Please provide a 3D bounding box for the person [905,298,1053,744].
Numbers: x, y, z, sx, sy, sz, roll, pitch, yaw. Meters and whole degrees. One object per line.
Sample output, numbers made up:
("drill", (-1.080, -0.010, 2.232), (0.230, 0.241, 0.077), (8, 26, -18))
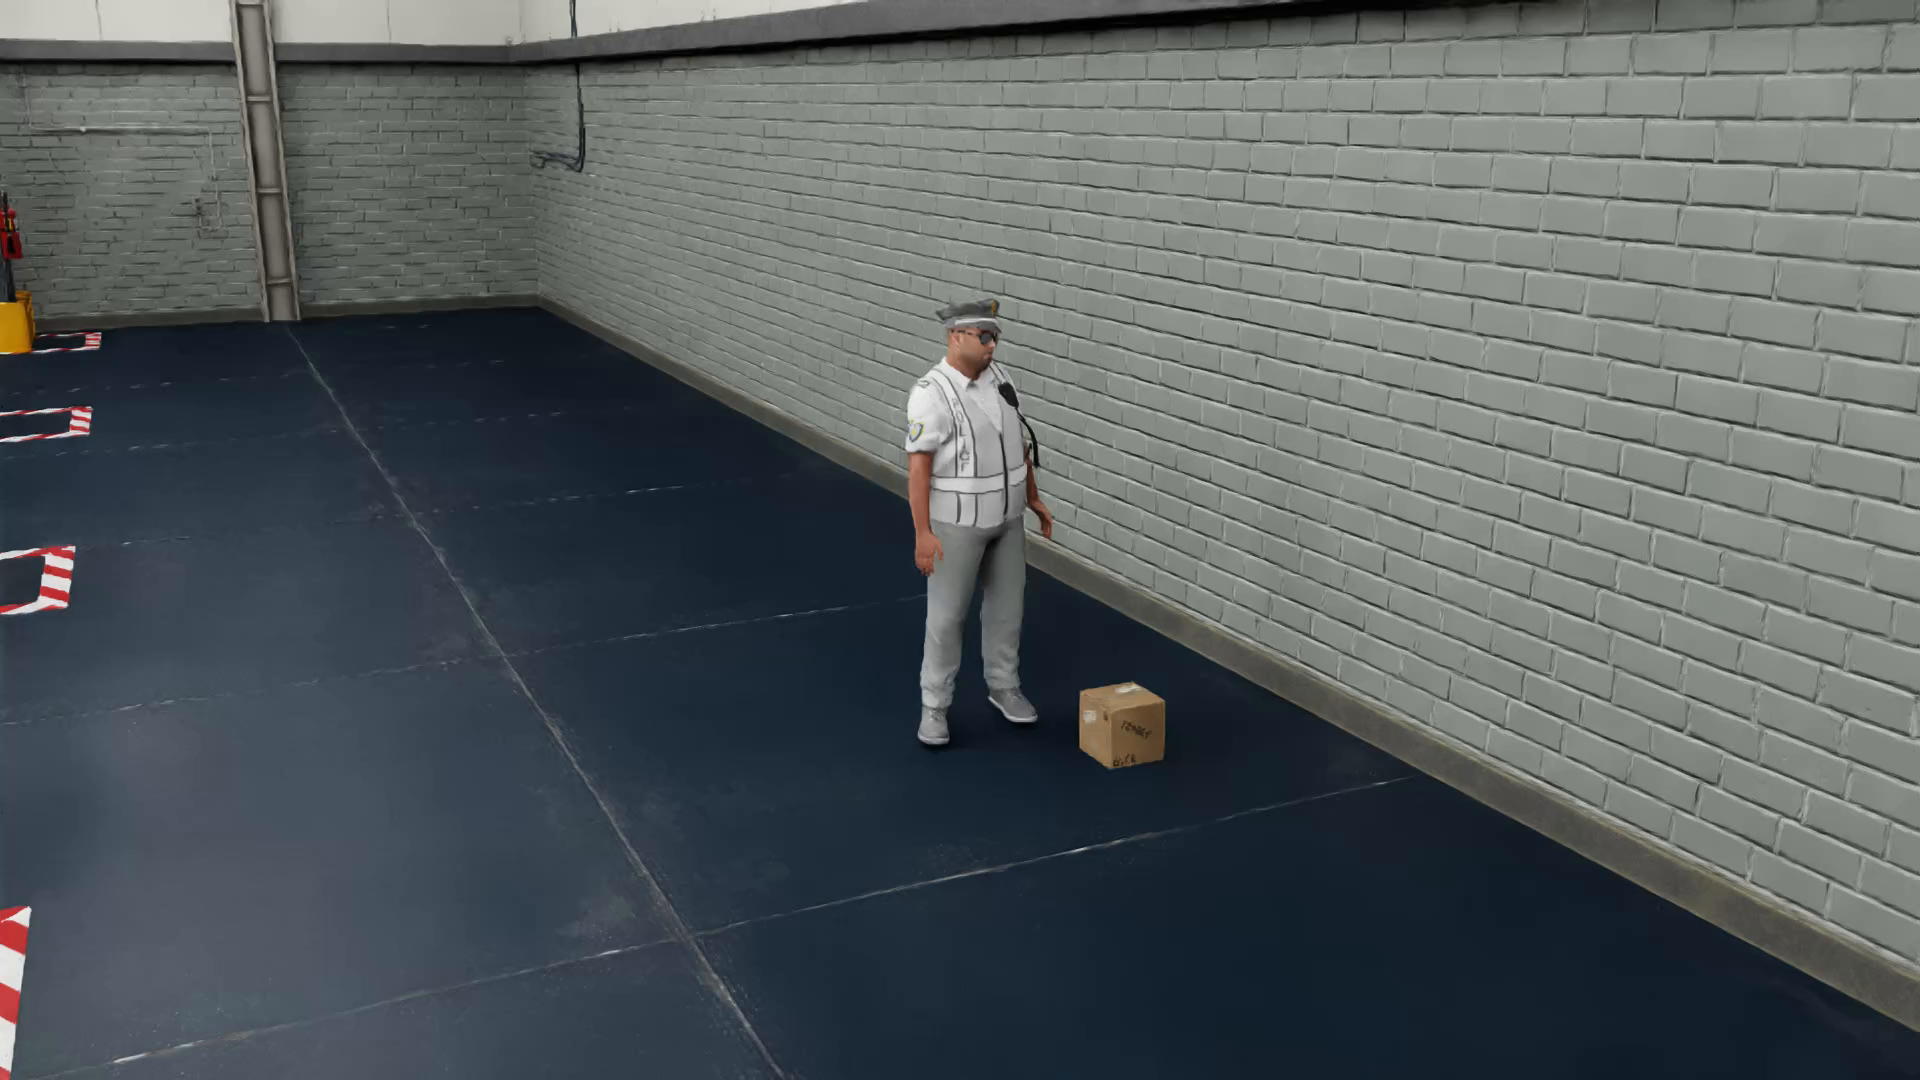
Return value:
("person", (0.078, -0.093, 6.723), (0.664, 1.778, 0.430), (-13, 20, -39))
